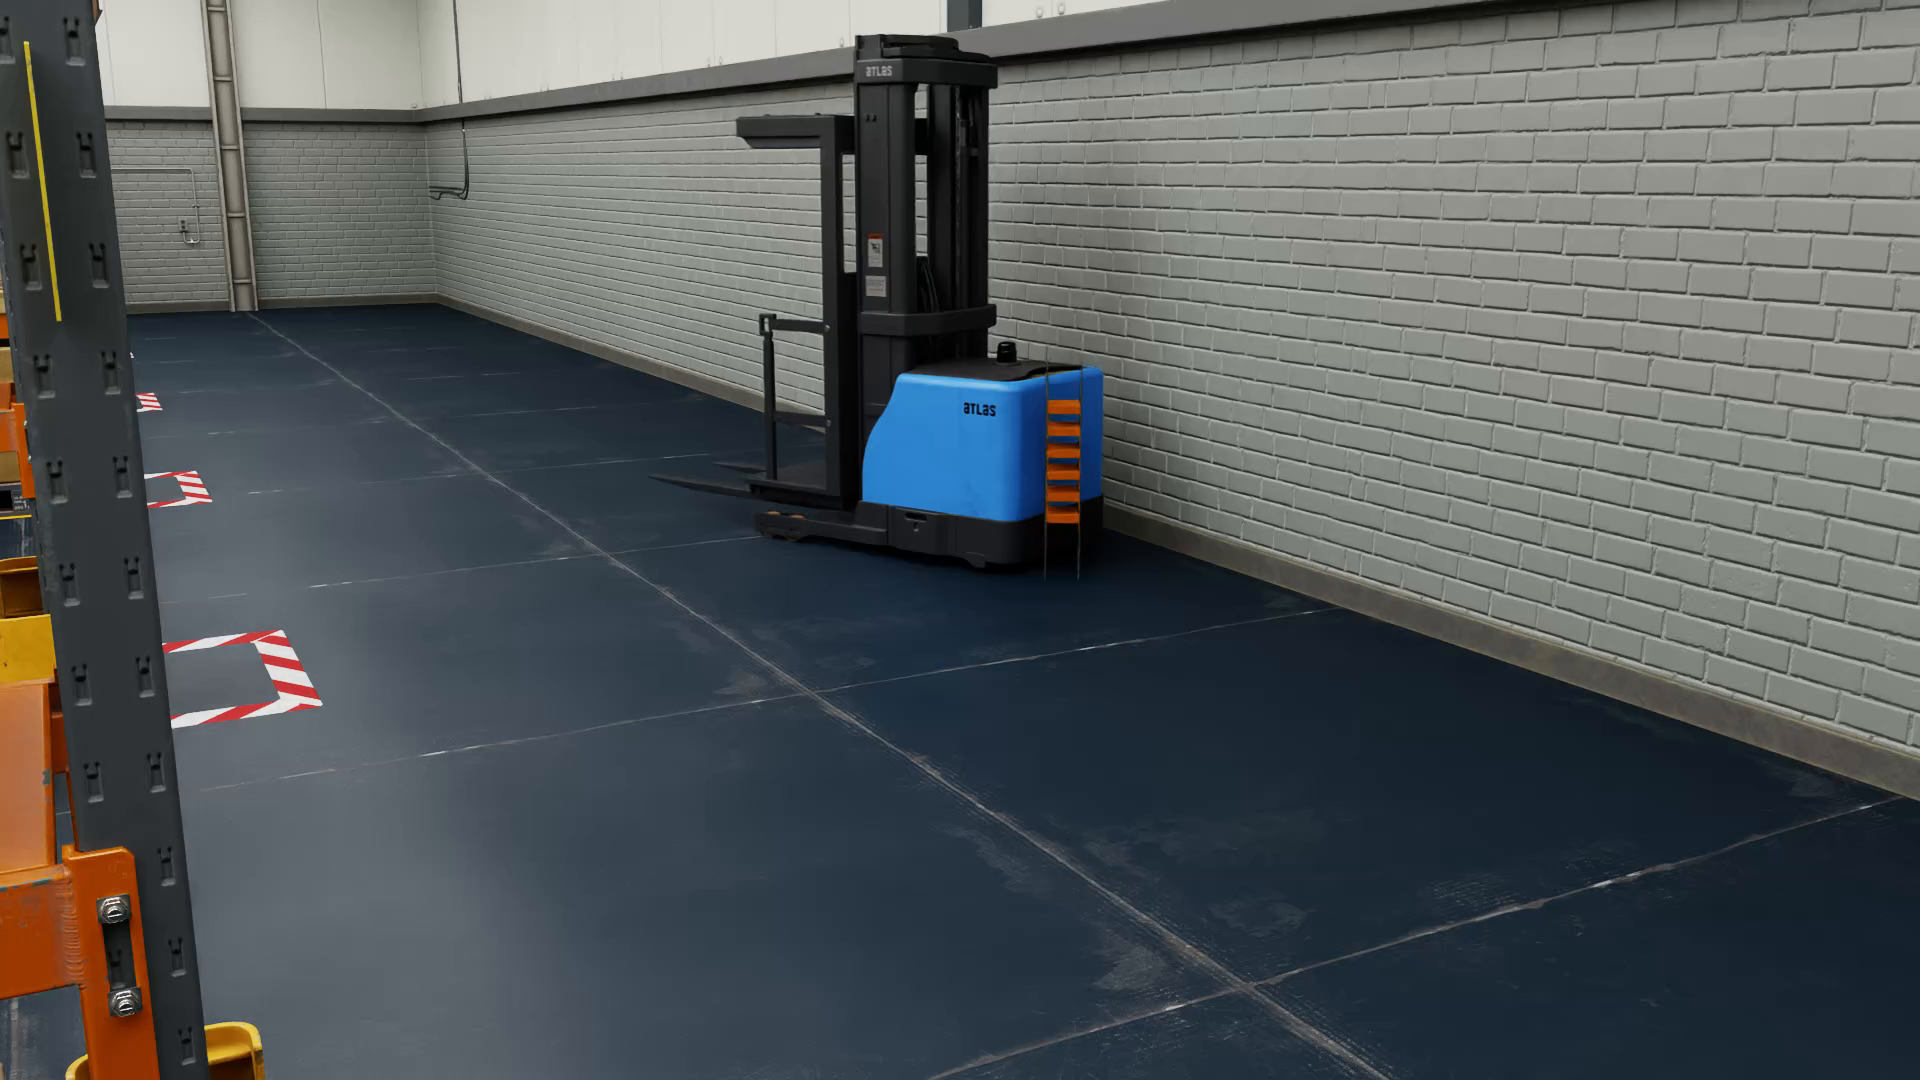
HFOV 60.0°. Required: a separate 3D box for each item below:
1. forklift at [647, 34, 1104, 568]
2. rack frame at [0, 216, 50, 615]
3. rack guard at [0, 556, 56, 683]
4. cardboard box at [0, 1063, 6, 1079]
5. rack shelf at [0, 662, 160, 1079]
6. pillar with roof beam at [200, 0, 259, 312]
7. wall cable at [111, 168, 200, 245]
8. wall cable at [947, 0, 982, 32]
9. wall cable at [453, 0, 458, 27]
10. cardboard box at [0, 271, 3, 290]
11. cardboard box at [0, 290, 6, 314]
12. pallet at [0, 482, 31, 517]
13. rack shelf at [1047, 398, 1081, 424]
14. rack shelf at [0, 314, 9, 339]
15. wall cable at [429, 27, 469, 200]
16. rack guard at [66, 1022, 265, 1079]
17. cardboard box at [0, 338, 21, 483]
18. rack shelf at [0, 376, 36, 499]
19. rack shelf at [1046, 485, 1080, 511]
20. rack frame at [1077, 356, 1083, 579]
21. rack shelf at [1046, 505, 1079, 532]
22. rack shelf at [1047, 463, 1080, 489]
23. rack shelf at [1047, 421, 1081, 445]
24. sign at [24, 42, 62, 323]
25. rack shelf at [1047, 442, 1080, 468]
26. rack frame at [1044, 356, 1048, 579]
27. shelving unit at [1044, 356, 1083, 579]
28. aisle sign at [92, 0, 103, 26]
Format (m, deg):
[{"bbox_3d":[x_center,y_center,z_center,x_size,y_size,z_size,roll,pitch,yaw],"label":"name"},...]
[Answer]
[{"bbox_3d":[-0.641,-1.503,10.110,3.031,2.935,1.130,9,15,34],"label":"forklift"},{"bbox_3d":[-3.818,-0.799,6.827,0.127,3.000,1.000,-7,14,-28],"label":"rack frame"},{"bbox_3d":[-3.884,0.429,7.066,0.348,0.500,1.175,-7,14,-28],"label":"rack guard"},{"bbox_3d":[-1.888,1.278,2.476,0.875,0.438,0.875,-7,15,-30],"label":"cardboard box"},{"bbox_3d":[-3.113,0.706,1.780,4.000,0.370,1.077,-7,14,-28],"label":"rack shelf"},{"bbox_3d":[-9.207,-7.177,21.504,0.400,9.000,9.100,-7,14,-28],"label":"pillar with roof beam"},{"bbox_3d":[-12.555,-5.442,25.143,1.851,1.984,0.084,-7,14,-28],"label":"wall cable"},{"bbox_3d":[0.509,-6.192,9.801,0.120,5.999,2.277,-7,14,-28],"label":"wall cable"},{"bbox_3d":[-6.794,-8.510,22.995,0.112,2.526,3.097,-7,14,-28],"label":"wall cable"},{"bbox_3d":[-6.404,-1.735,10.652,0.500,0.250,0.500,-7,15,-29],"label":"cardboard box"},{"bbox_3d":[-6.260,-1.542,10.701,0.250,0.149,0.380,-7,14,-27],"label":"cardboard box"},{"bbox_3d":[-6.770,-0.306,10.987,1.213,0.211,1.003,-7,14,-28],"label":"pallet"},{"bbox_3d":[0.566,-0.704,9.070,0.180,0.103,0.258,1,13,2],"label":"rack shelf"},{"bbox_3d":[-7.861,-1.204,10.266,4.000,0.370,1.077,-7,14,-28],"label":"rack shelf"},{"bbox_3d":[-8.090,-6.567,25.867,0.112,2.526,3.097,-7,14,-28],"label":"wall cable"},{"bbox_3d":[-1.336,1.361,2.921,0.348,0.500,1.175,-7,14,-28],"label":"rack guard"},{"bbox_3d":[-6.629,-0.851,10.941,0.875,0.875,0.875,-7,14,-28],"label":"cardboard box"},{"bbox_3d":[-5.573,-0.237,5.971,4.000,0.370,1.077,-7,14,-28],"label":"rack shelf"},{"bbox_3d":[0.566,-0.236,9.175,0.180,0.103,0.258,1,13,2],"label":"rack shelf"},{"bbox_3d":[0.657,-0.396,9.135,0.006,1.200,0.240,1,13,2],"label":"rack frame"},{"bbox_3d":[0.566,-0.119,9.201,0.180,0.103,0.258,1,13,2],"label":"rack shelf"},{"bbox_3d":[0.566,-0.353,9.149,0.180,0.103,0.258,1,13,2],"label":"rack shelf"},{"bbox_3d":[0.566,-0.587,9.096,0.180,0.103,0.258,1,13,2],"label":"rack shelf"},{"bbox_3d":[-1.109,-0.430,2.011,0.005,0.325,0.100,-7,14,-28],"label":"sign"},{"bbox_3d":[0.566,-0.470,9.122,0.180,0.103,0.258,1,13,2],"label":"rack shelf"},{"bbox_3d":[0.475,-0.397,9.143,0.006,1.200,0.240,1,13,2],"label":"rack frame"},{"bbox_3d":[0.566,-0.397,9.139,0.189,1.200,0.258,1,13,2],"label":"shelving unit"},{"bbox_3d":[-1.145,-1.072,2.118,0.004,0.787,0.394,-7,14,-28],"label":"aisle sign"}]
